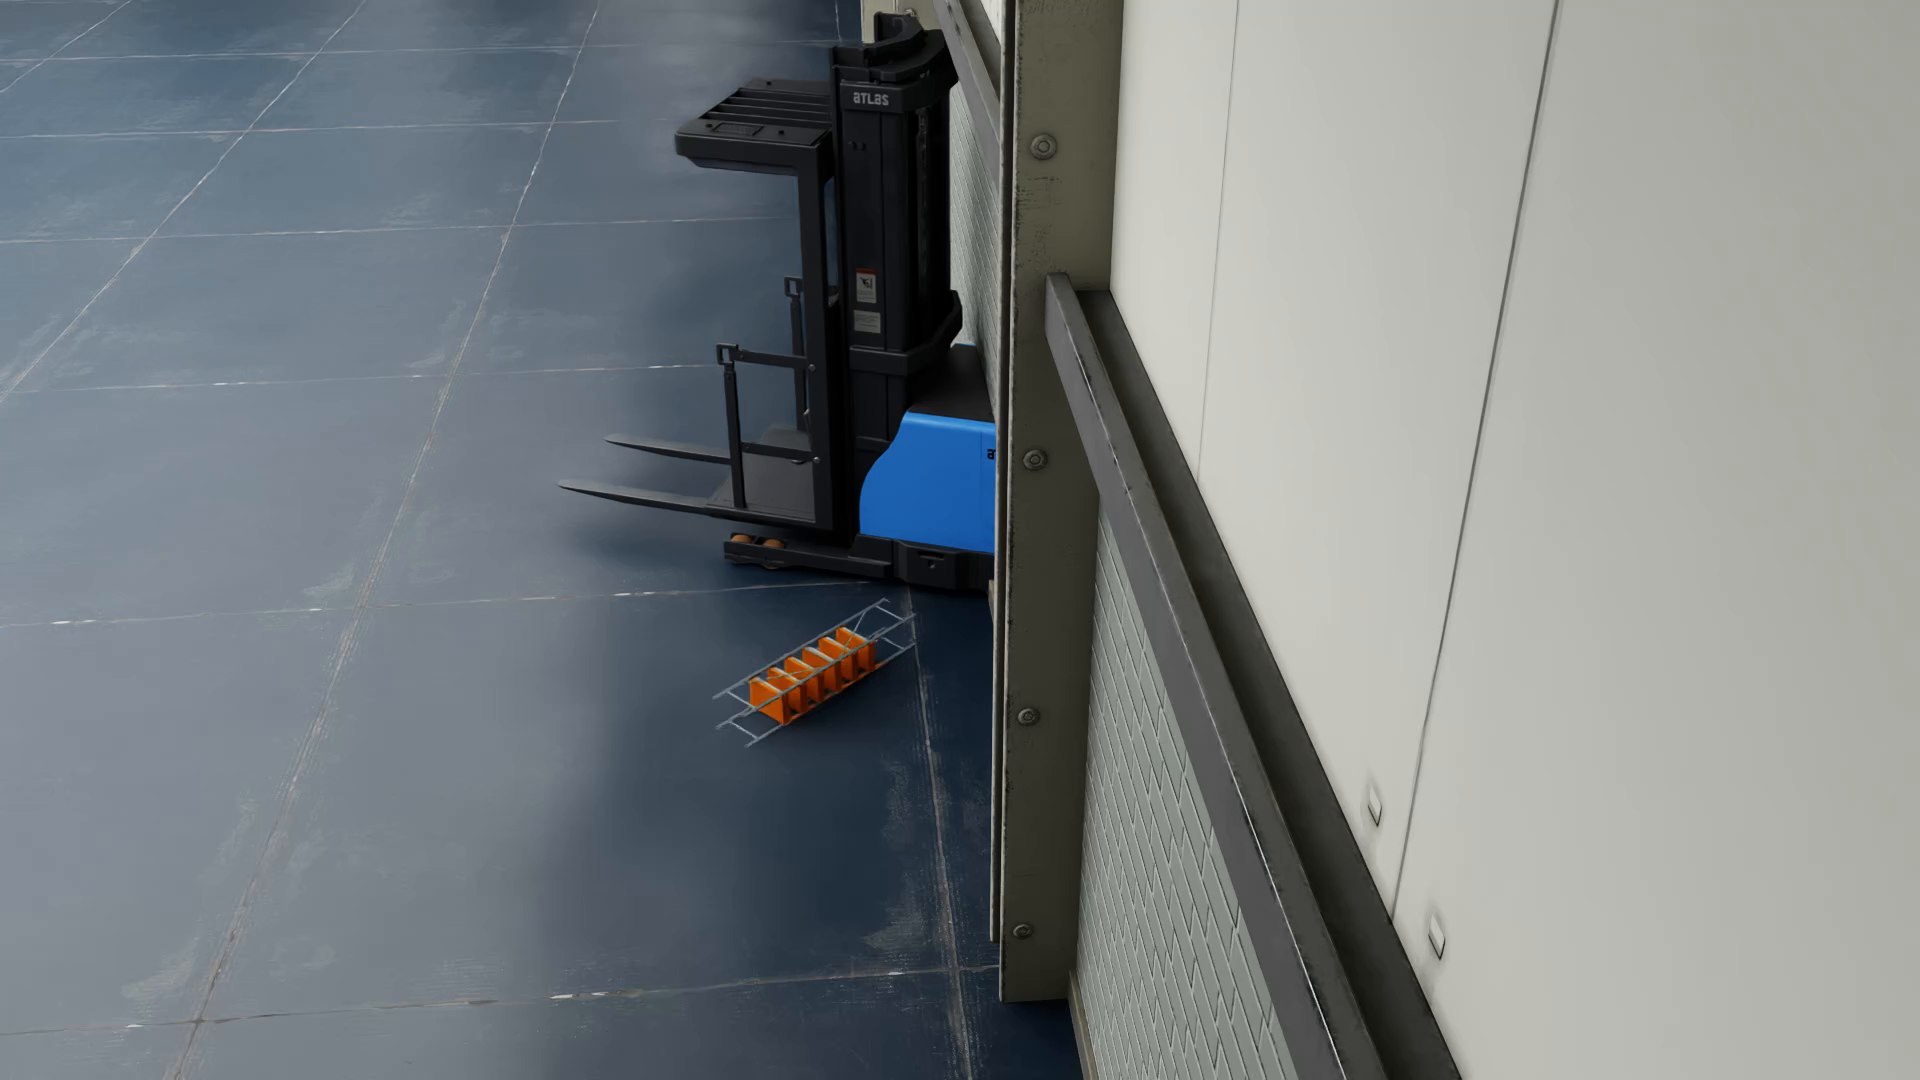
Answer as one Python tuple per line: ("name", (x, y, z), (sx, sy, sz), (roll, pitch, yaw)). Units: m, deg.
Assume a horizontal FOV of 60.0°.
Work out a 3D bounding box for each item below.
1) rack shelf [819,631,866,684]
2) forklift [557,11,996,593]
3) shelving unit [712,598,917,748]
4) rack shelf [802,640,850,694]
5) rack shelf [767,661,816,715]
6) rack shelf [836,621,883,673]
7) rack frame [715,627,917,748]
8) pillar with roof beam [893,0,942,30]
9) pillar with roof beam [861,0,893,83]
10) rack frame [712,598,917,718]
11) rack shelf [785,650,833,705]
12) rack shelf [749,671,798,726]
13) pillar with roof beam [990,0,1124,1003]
("rack shelf", (-0.608, 0.597, 8.562), (0.258, 0.180, 0.103), (25, 39, 35))
("forklift", (-0.846, -1.342, 9.138), (3.031, 2.935, 1.130), (8, 32, 14))
("shelving unit", (-0.718, 0.659, 8.458), (0.258, 0.189, 1.200), (25, 39, 35))
("rack shelf", (-0.688, 0.642, 8.486), (0.258, 0.180, 0.103), (25, 39, 35))
("rack shelf", (-0.849, 0.734, 8.333), (0.258, 0.180, 0.103), (25, 39, 35))
("rack shelf", (-0.527, 0.551, 8.639), (0.258, 0.180, 0.103), (25, 39, 35))
("rack frame", (-0.718, 0.738, 8.504), (0.240, 0.006, 1.200), (25, 39, 35))
("pillar with roof beam", (-4.549, -4.978, 9.309), (9.100, 9.000, 0.400), (-3, 31, -5))
("pillar with roof beam", (-5.110, -8.042, 14.438), (9.100, 9.000, 0.400), (-3, 31, -5))
("rack frame", (-0.718, 0.581, 8.411), (0.240, 0.006, 1.200), (25, 39, 35))
("rack shelf", (-0.768, 0.688, 8.409), (0.258, 0.180, 0.103), (25, 39, 35))
("rack shelf", (-0.929, 0.779, 8.256), (0.258, 0.180, 0.103), (25, 39, 35))
("pillar with roof beam", (-3.989, -1.915, 4.181), (9.100, 9.000, 0.400), (-3, 31, -5))
